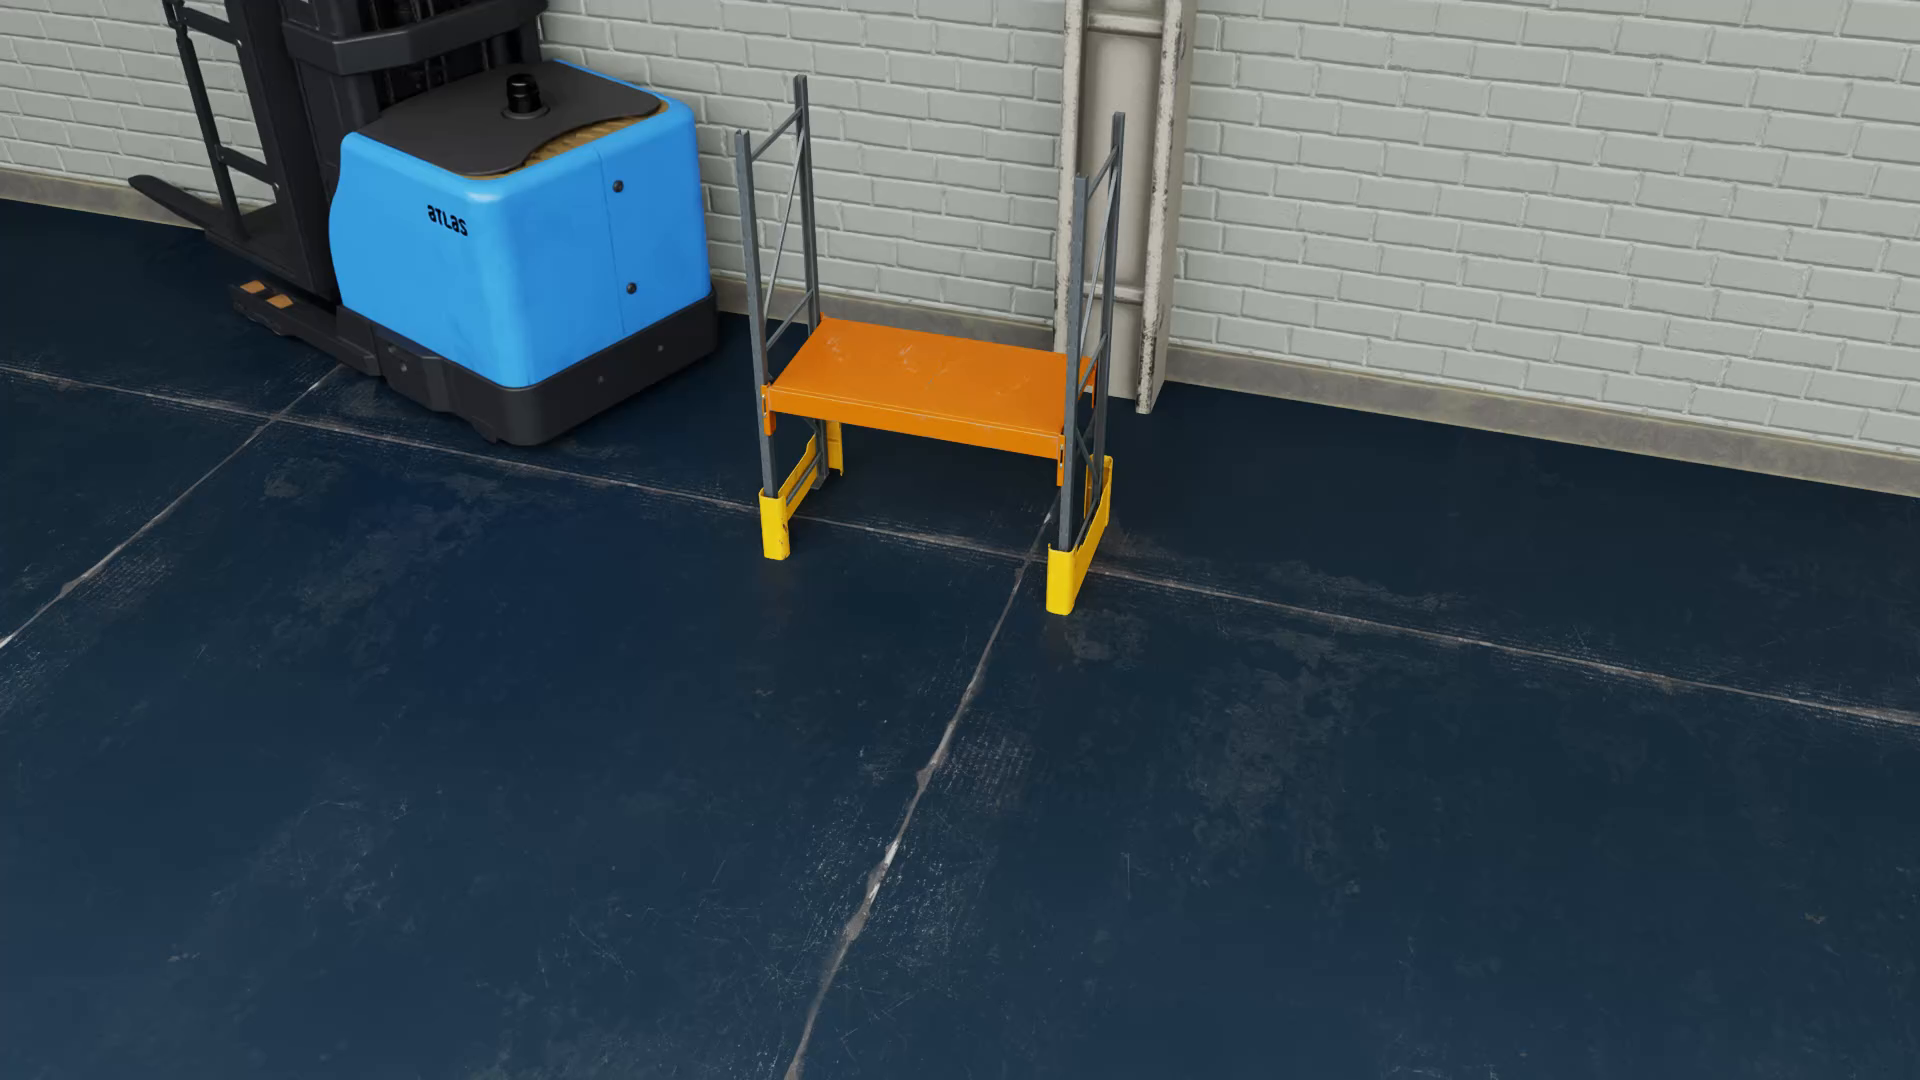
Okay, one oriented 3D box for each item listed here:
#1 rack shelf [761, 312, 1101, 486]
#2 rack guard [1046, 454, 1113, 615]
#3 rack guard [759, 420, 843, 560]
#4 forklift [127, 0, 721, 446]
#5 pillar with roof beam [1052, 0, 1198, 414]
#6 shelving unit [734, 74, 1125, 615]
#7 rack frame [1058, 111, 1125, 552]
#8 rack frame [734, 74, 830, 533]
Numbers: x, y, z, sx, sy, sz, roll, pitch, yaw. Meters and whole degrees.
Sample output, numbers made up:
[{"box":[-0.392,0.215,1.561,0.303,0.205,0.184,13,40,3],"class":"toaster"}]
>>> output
[{"box":[-0.081,-0.474,5.433,1.000,0.185,0.538,10,38,14],"class":"rack shelf"},{"box":[0.403,-0.026,5.575,0.087,0.250,0.587,10,38,14],"class":"rack guard"},{"box":[-0.548,-0.202,5.814,0.087,0.250,0.587,10,38,14],"class":"rack guard"},{"box":[-2.430,-2.247,6.330,3.031,2.935,1.130,26,43,30],"class":"forklift"},{"box":[-0.697,-1.794,0.596,0.400,9.000,9.100,10,38,14],"class":"pillar with roof beam"},{"box":[-0.073,-0.618,5.324,1.083,1.500,0.587,10,38,14],"class":"shelving unit"},{"box":[0.404,-0.529,5.204,0.032,1.500,0.500,10,38,14],"class":"rack frame"},{"box":[-0.567,-0.709,5.448,0.032,1.500,0.500,10,38,14],"class":"rack frame"}]
